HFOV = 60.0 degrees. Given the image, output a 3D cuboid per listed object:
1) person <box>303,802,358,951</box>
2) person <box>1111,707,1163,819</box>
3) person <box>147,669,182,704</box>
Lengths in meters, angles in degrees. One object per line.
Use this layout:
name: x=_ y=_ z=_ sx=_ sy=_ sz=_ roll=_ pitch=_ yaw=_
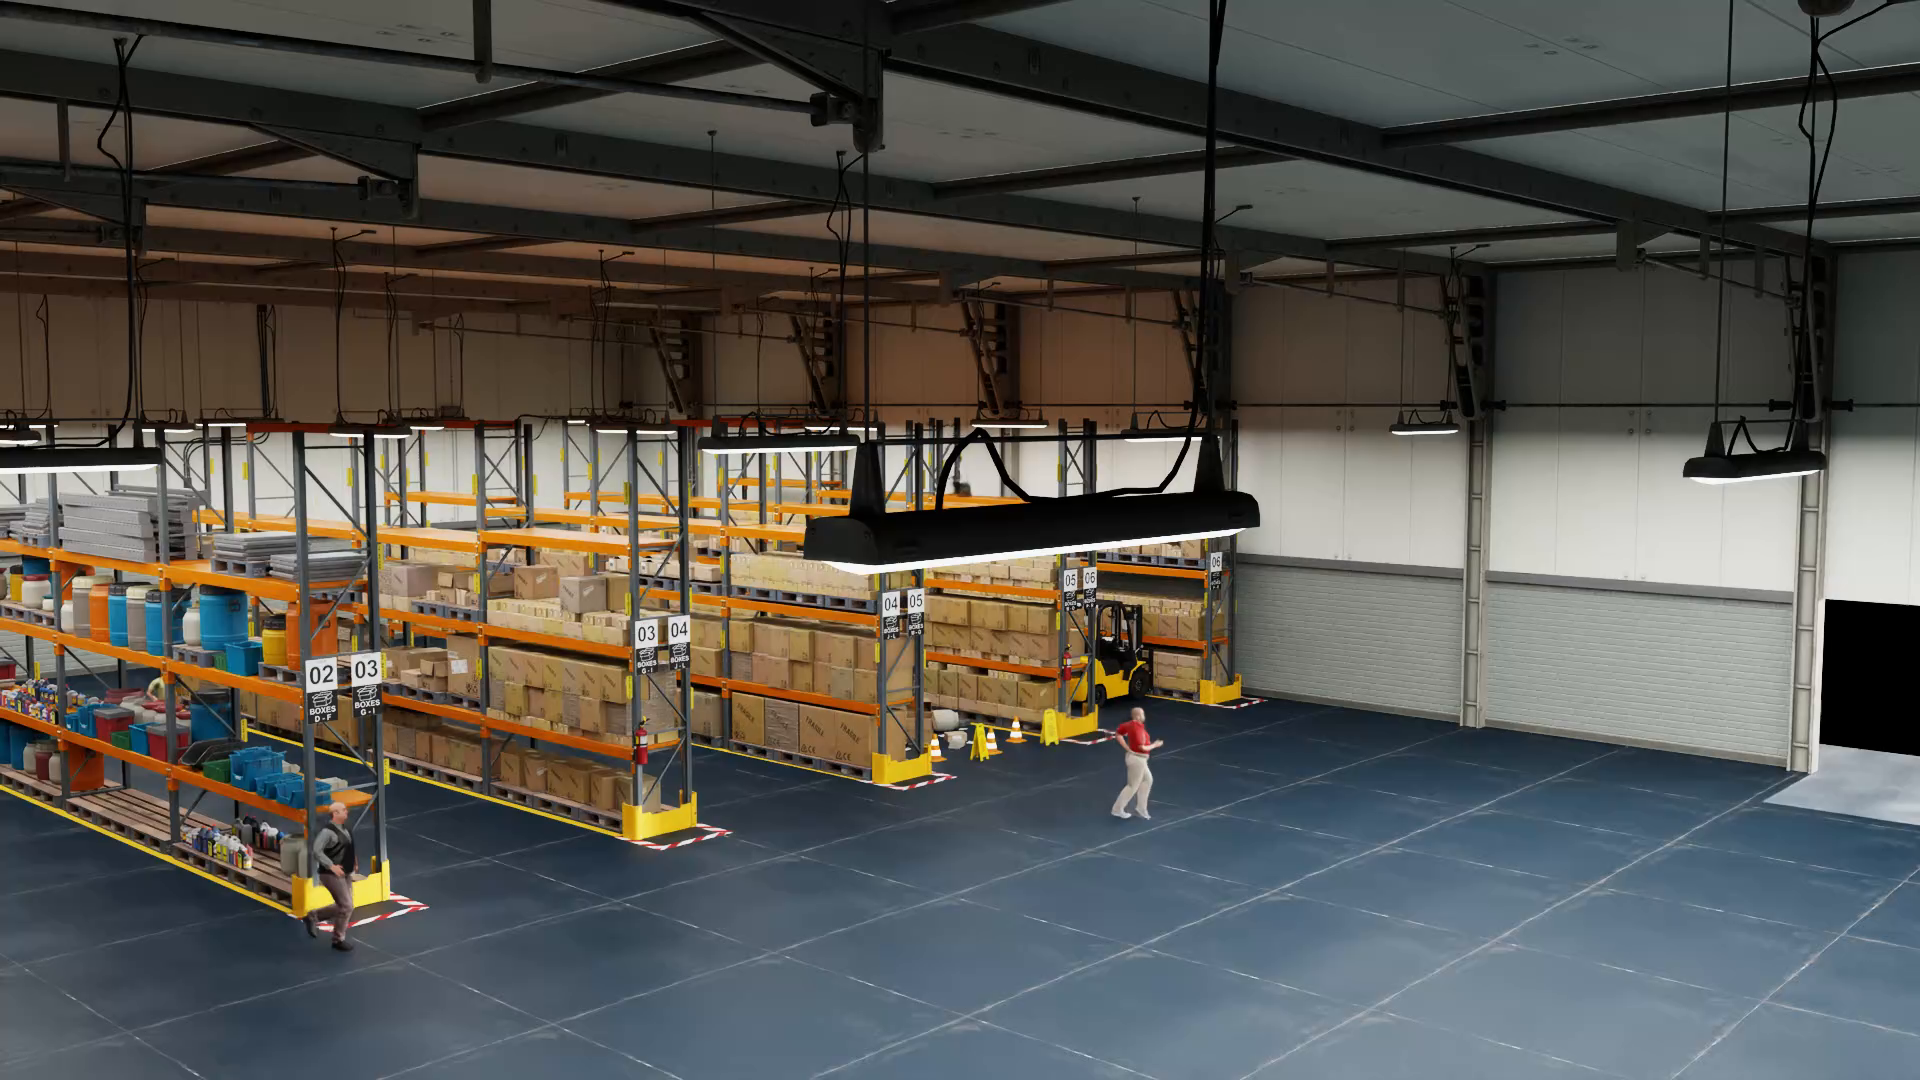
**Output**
person: x=-7.364 y=3.914 z=19.521 sx=0.671 sy=1.675 sz=0.726 roll=0 pitch=5 yaw=5
person: x=2.678 y=3.426 z=25.249 sx=0.795 sy=1.798 sz=0.640 roll=-1 pitch=5 yaw=-8
person: x=-14.435 y=3.048 z=30.213 sx=0.534 sy=1.624 sz=0.560 roll=3 pitch=5 yaw=29
